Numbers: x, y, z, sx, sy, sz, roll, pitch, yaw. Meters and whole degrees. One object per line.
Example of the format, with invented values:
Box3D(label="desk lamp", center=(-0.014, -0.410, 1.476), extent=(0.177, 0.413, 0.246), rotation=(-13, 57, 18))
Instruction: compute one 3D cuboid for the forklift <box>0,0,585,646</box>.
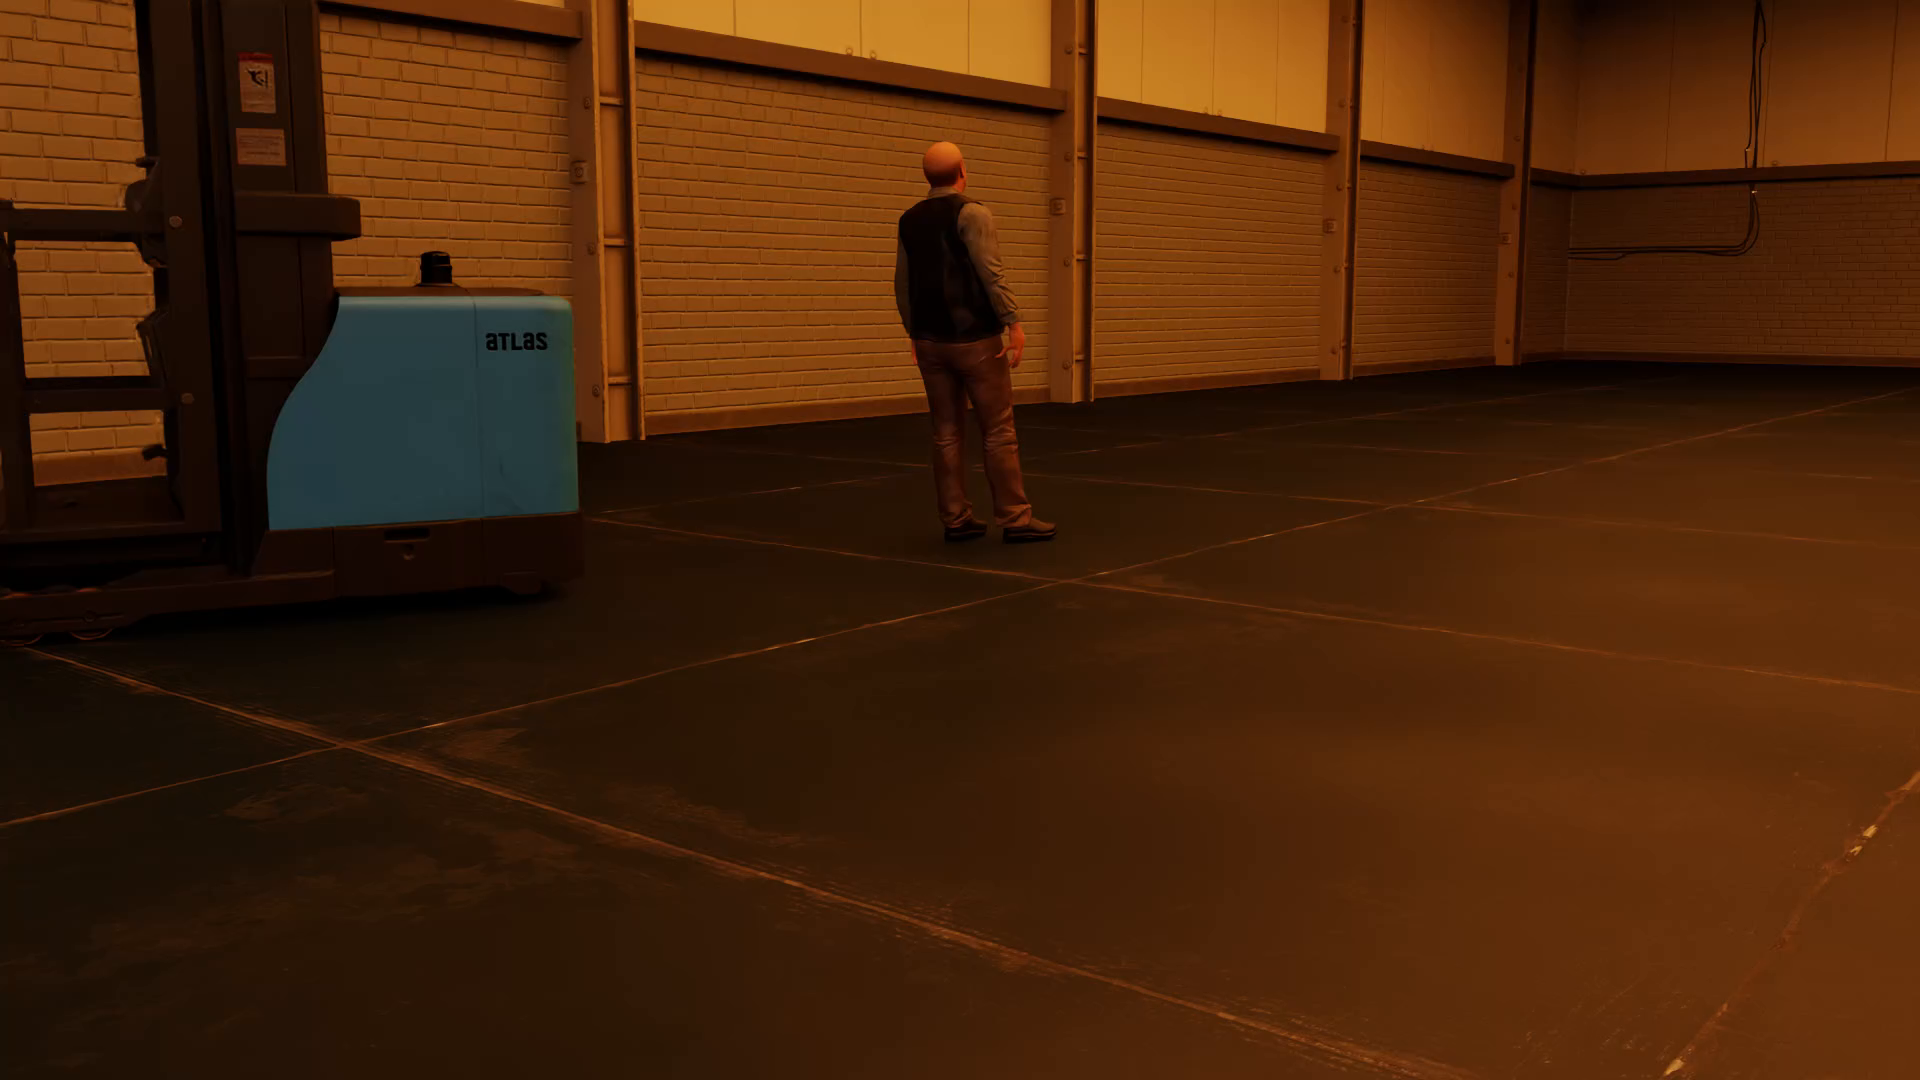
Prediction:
Box3D(label="forklift", center=(-2.907, -1.207, 5.533), extent=(3.031, 2.935, 1.130), rotation=(-4, 9, -27))

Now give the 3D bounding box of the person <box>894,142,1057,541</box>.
Box3D(label="person", center=(0.045, -0.865, 7.323), extent=(0.633, 1.722, 0.566), rotation=(7, 11, 38))
